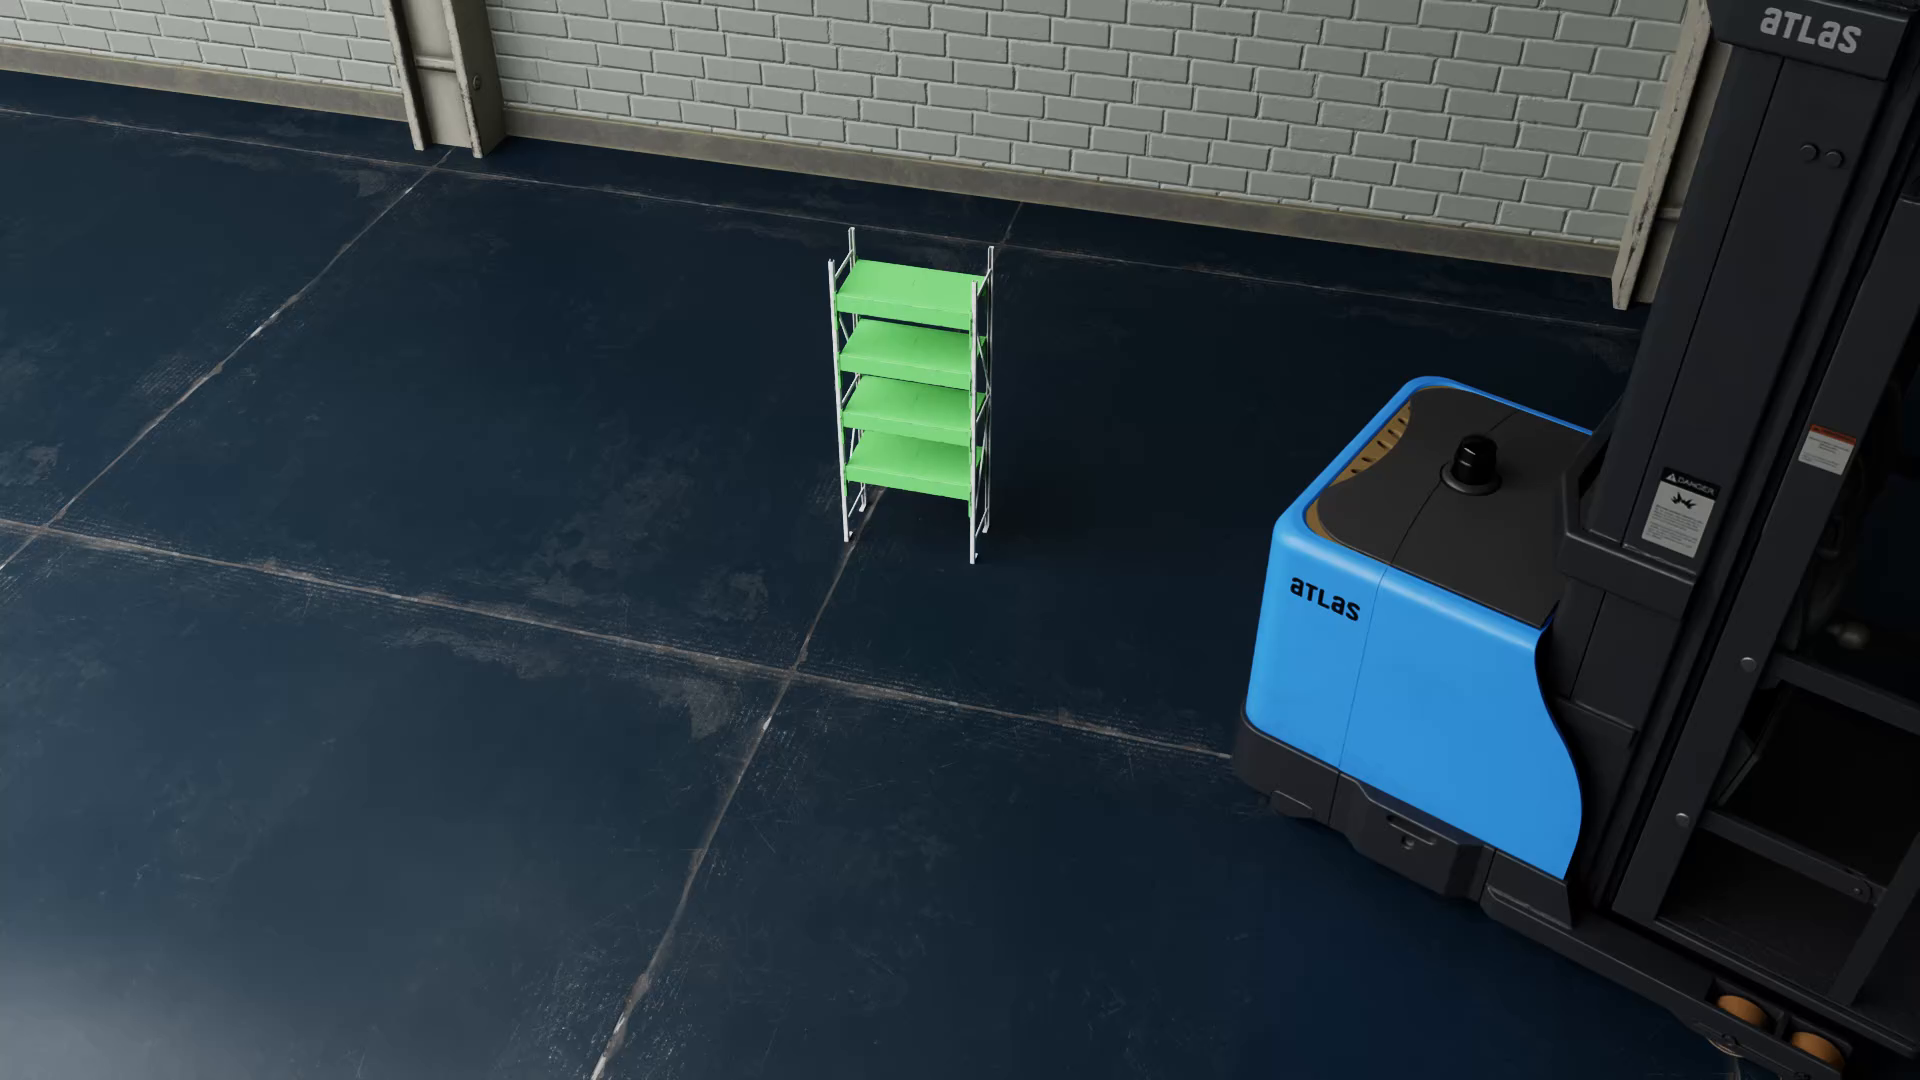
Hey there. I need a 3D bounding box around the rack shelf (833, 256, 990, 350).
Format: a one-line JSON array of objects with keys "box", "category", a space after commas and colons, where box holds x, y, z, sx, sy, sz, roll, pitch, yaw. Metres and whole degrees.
[{"box": [-0.160, -0.806, 5.629, 0.480, 0.148, 0.258, 10, 41, 11], "category": "rack shelf"}]

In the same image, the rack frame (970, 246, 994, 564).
[{"box": [0.076, -0.446, 5.849, 0.015, 1.200, 0.240, 10, 41, 11], "category": "rack frame"}]

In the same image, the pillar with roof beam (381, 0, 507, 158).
[{"box": [-3.732, -2.875, 2.676, 0.400, 9.000, 9.100, 10, 41, 11], "category": "pillar with roof beam"}]

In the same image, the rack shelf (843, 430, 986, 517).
[{"box": [-0.160, -0.254, 6.092, 0.480, 0.148, 0.258, 10, 41, 11], "category": "rack shelf"}]

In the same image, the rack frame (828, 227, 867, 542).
[{"box": [-0.396, -0.528, 5.945, 0.015, 1.200, 0.240, 10, 41, 11], "category": "rack frame"}]

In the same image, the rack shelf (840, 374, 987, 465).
[{"box": [-0.160, -0.438, 5.938, 0.480, 0.148, 0.258, 10, 41, 11], "category": "rack shelf"}]

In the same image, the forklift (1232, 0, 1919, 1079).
[{"box": [2.351, -0.024, 4.000, 3.031, 2.935, 1.130, 26, 46, 27], "category": "forklift"}]

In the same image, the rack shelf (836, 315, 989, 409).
[{"box": [-0.160, -0.622, 5.784, 0.480, 0.148, 0.258, 10, 41, 11], "category": "rack shelf"}]

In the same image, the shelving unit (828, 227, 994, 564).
[{"box": [-0.160, -0.487, 5.897, 0.503, 1.200, 0.258, 10, 41, 11], "category": "shelving unit"}]

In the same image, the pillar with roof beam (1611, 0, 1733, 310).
[{"box": [2.064, -1.877, 1.488, 0.400, 9.000, 9.100, 10, 41, 11], "category": "pillar with roof beam"}]
